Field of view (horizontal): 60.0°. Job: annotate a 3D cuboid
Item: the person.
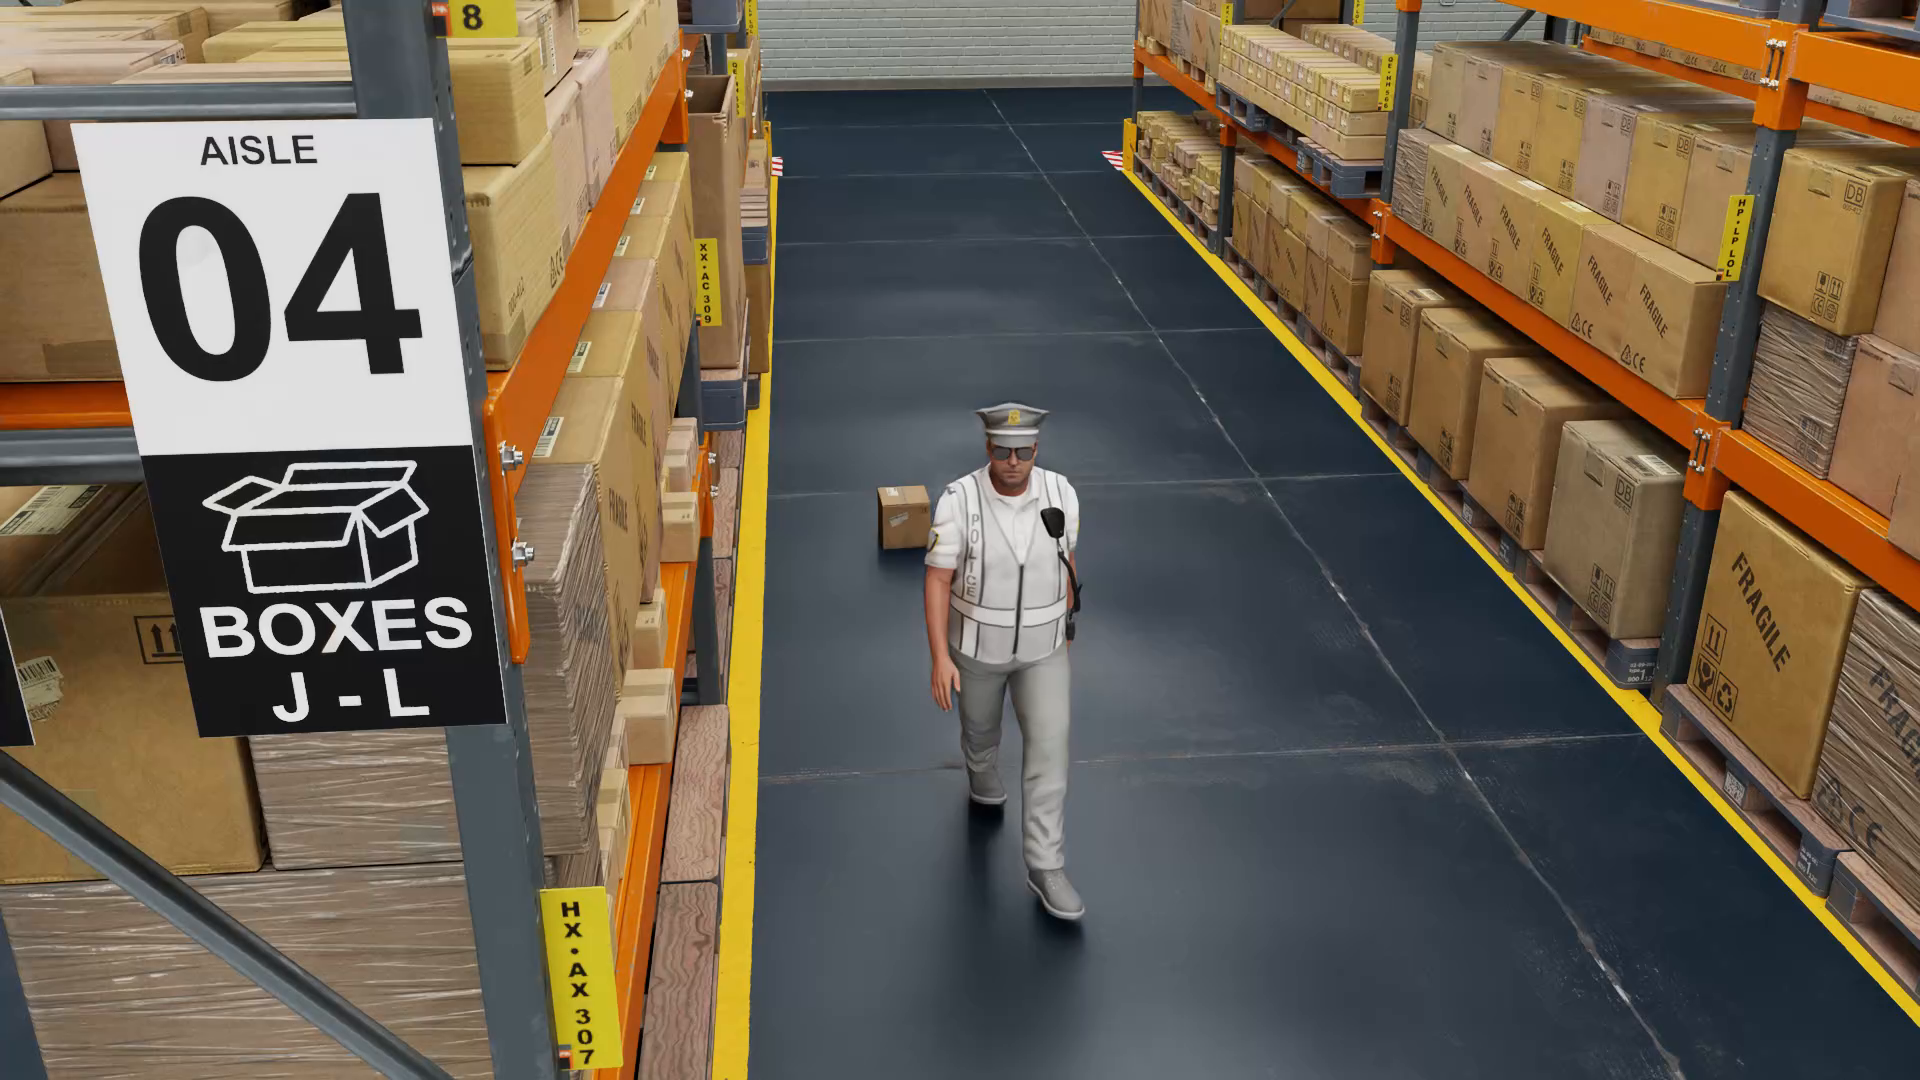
[{"bbox_3d":[0.152,0.344,5.766,0.557,1.707,1.077,-3,24,-6],"label":"person"}]
